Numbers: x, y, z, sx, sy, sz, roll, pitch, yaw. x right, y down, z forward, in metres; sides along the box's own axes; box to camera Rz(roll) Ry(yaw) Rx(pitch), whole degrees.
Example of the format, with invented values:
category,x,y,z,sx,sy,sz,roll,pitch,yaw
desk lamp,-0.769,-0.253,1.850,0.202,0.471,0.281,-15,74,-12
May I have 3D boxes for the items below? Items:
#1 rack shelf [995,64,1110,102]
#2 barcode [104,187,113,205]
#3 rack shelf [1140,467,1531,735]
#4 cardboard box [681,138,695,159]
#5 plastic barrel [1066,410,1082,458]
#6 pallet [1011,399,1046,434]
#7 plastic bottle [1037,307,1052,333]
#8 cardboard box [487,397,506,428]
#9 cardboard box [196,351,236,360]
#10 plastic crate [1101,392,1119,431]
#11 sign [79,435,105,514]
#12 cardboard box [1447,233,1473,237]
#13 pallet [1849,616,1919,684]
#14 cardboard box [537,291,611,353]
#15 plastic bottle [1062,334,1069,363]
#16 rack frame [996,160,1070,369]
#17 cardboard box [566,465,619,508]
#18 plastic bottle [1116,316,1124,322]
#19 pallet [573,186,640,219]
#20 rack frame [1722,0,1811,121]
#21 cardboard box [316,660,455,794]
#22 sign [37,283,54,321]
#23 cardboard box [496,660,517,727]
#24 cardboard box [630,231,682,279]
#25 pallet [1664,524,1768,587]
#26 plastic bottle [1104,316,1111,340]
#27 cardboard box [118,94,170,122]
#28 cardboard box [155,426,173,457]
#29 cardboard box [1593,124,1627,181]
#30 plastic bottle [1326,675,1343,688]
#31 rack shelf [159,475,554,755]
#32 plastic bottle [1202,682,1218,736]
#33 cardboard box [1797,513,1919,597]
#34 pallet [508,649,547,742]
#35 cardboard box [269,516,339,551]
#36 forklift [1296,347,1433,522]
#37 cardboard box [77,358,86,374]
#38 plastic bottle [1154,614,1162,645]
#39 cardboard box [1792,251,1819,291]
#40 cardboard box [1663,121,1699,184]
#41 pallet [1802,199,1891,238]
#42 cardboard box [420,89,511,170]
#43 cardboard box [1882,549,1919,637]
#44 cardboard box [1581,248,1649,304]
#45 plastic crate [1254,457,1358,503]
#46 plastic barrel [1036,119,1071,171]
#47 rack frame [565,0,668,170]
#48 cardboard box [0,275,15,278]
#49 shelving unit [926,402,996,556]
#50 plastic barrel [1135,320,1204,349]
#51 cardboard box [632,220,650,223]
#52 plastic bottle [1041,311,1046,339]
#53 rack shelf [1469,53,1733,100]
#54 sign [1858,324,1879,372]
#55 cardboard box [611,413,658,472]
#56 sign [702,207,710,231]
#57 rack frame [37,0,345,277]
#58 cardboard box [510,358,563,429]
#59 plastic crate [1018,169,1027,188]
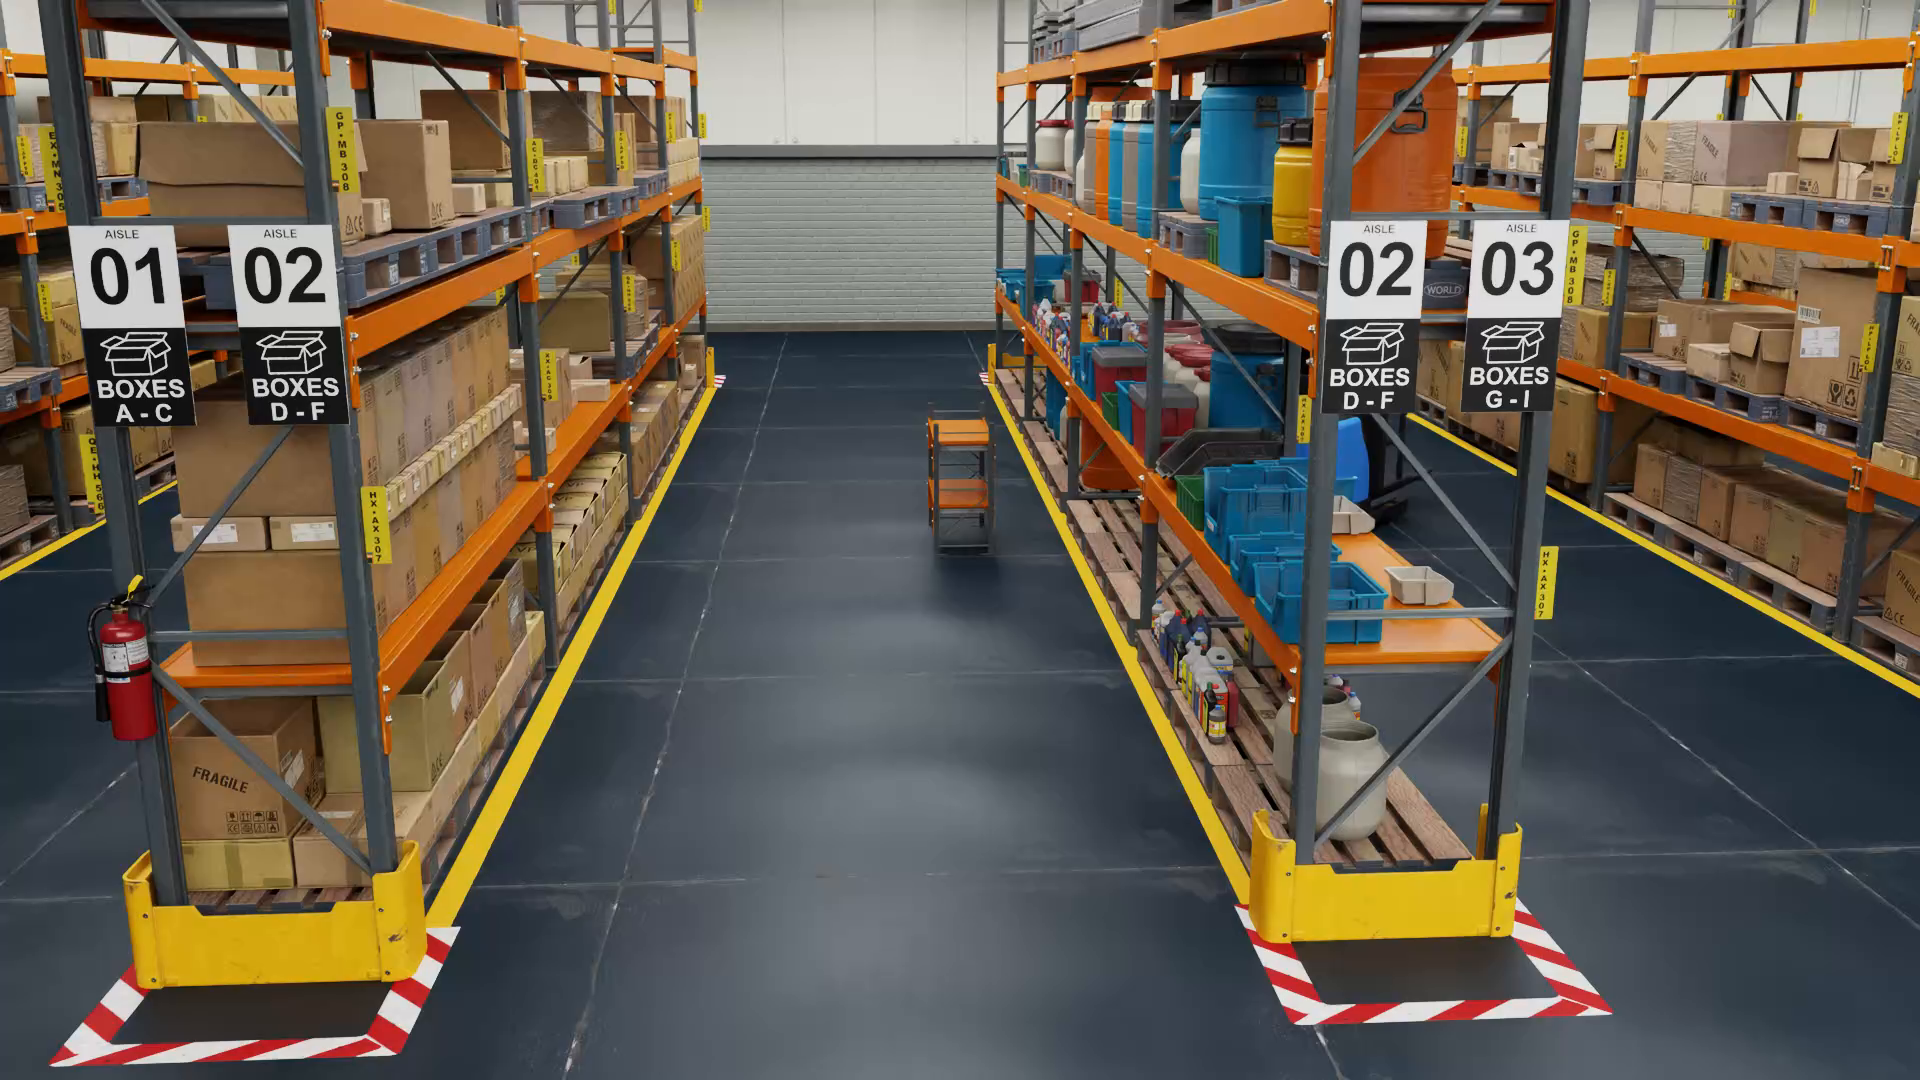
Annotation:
category,x,y,z,sx,sy,sz,roll,pitch,yaw
rack shelf,1.120,-5.517,20.154,1.077,0.370,4.000,-1,14,-3
barcode,-3.457,-1.397,6.753,0.001,0.075,0.075,-1,14,-3
rack shelf,1.863,0.179,9.253,1.077,0.370,4.000,-1,14,-3
cardboard box,-3.631,-4.949,21.020,0.500,0.250,0.500,-1,14,-3
plastic barrel,1.374,-1.099,16.774,0.600,0.588,0.708,-1,14,-3
pallet,1.159,-1.488,19.885,1.003,0.211,1.213,-1,14,-3
plastic bottle,0.915,-2.384,18.021,0.152,0.276,0.135,-1,14,-3
cardboard box,-2.942,-0.762,9.967,0.380,0.149,0.250,-1,14,-5
cardboard box,-8.829,-2.155,19.754,0.380,0.149,0.250,-1,14,-5
plastic crate,1.349,-0.992,12.789,0.450,0.188,0.662,-1,14,-3
sign,-3.500,-0.267,6.743,0.100,0.325,0.005,-1,14,-3
cardboard box,5.865,-3.402,19.927,0.500,0.500,0.500,-1,14,-3
pallet,6.759,0.774,11.094,1.003,0.211,1.213,-1,14,-3
cardboard box,-3.604,-1.992,15.206,0.700,0.500,0.500,-6,16,-22
plastic bottle,1.025,-1.828,15.868,0.097,0.271,0.097,0,14,0
rack frame,0.996,-3.651,22.695,1.000,3.000,0.127,-1,14,-3
cardboard box,-3.136,-0.473,13.896,0.500,0.311,0.500,-1,14,-4
plastic bottle,1.667,-2.195,17.288,0.152,0.276,0.135,-1,14,-3
pallet,-3.322,-2.779,13.668,1.213,0.211,1.003,0,14,-1
rack frame,10.896,-6.684,22.445,1.000,3.000,0.127,-1,14,-3
cardboard box,-2.801,0.908,8.148,0.500,0.500,0.500,-1,14,-3
sign,-7.856,-2.041,14.275,0.100,0.325,0.005,-1,14,-3
cardboard box,-2.891,0.898,9.692,0.500,0.250,0.500,-1,14,-3
cardboard box,-3.449,-3.235,18.871,0.500,0.500,0.500,-1,14,-2
pallet,6.554,0.110,13.675,1.003,0.211,1.213,-1,14,-3
plastic bottle,1.544,-2.187,17.263,0.097,0.271,0.097,0,14,0
cardboard box,-8.921,-4.668,18.382,0.500,0.500,0.500,-1,14,-4
cardboard box,-8.417,-1.285,16.971,0.750,0.750,0.750,0,14,-2
cardboard box,6.325,-3.594,15.406,0.797,0.503,0.637,0,14,0
plastic bottle,2.164,0.896,9.618,0.097,0.271,0.097,0,14,0
rack shelf,-3.081,0.255,8.959,1.077,0.370,4.000,-1,14,-3
plastic bottle,1.410,0.952,9.374,0.061,0.283,0.133,-1,14,-2
cardboard box,6.666,0.102,12.245,0.700,0.500,0.500,-2,15,-8
pallet,-3.198,0.958,10.379,1.003,0.211,1.213,-1,14,-3
cardboard box,-2.767,-0.059,7.235,0.380,0.149,0.250,-1,14,-4
forklift,3.482,-1.660,15.095,1.130,2.935,3.031,11,18,36
cardboard box,-8.125,-1.612,15.235,0.380,0.149,0.250,0,14,-2
plastic bottle,1.328,0.587,10.958,0.097,0.201,0.097,0,14,0
cardboard box,10.771,-3.345,20.710,0.500,0.500,0.500,-1,14,-4
cardboard box,6.235,-3.234,13.851,0.500,0.500,0.500,-1,14,-3
pallet,6.751,-2.260,11.646,1.213,0.211,1.003,-1,14,-3
cardboard box,-3.204,-2.691,10.900,0.500,0.500,0.500,-1,14,-3
cardboard box,6.667,0.365,11.264,0.500,0.500,0.500,-1,14,-5
cardboard box,6.368,-2.616,16.460,0.797,0.503,0.637,-1,14,-2
plastic crate,2.079,-0.323,10.061,0.499,0.251,0.616,-1,14,-3
plastic barrel,1.026,-4.243,17.862,0.433,0.535,0.433,0,14,0
rack frame,-3.701,-5.486,17.788,1.000,3.000,0.127,-1,14,-3
cardboard box,-8.684,-2.182,14.646,0.500,0.250,0.500,0,14,-2
shelving unit,0.000,-0.546,14.393,0.538,1.125,1.048,-1,14,-3
plastic barrel,1.822,-1.616,14.515,0.600,0.536,0.708,-1,14,-3
cardboard box,-4.118,-3.739,20.831,0.500,0.500,0.500,-1,14,-3
plastic bottle,0.895,-2.281,17.605,0.061,0.283,0.133,-1,14,-3
rack shelf,6.311,-4.598,16.585,1.077,0.370,4.000,-1,14,-3
sign,6.129,-1.294,11.212,0.100,0.325,0.005,-1,14,-3
cardboard box,-3.260,-0.961,16.374,0.500,0.500,0.500,-1,14,-4
sign,-3.393,-4.293,22.232,0.100,0.325,0.005,-1,14,-3
rack frame,-2.957,-2.501,6.189,1.000,3.000,0.127,-1,14,-3
cardboard box,-3.300,-1.086,12.527,0.500,0.500,0.500,-1,14,-3
plastic crate,0.916,-4.107,18.873,0.450,0.188,0.662,-1,14,-3
